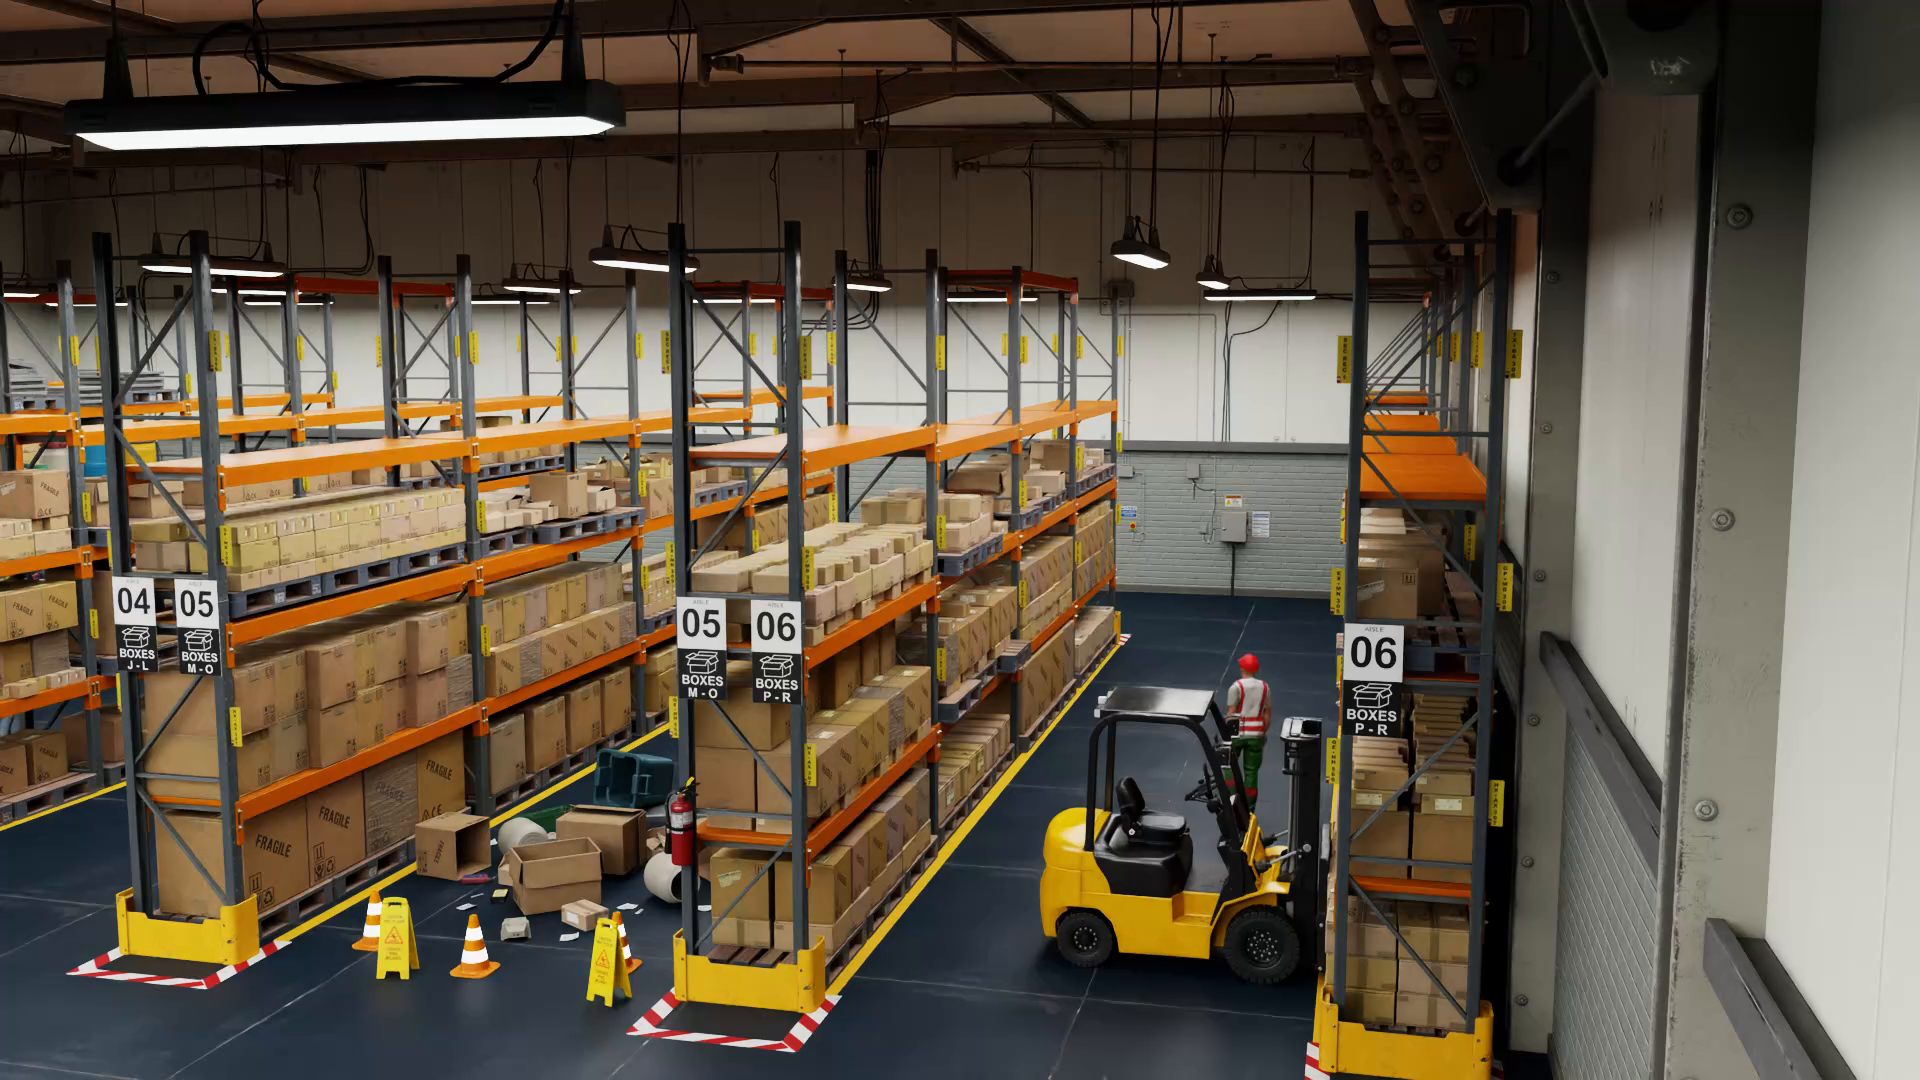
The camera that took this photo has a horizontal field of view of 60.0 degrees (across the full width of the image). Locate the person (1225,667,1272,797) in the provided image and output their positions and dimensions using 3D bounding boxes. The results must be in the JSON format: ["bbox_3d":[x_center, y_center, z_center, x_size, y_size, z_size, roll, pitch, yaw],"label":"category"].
[{"bbox_3d":[3.077,2.148,17.815,0.539,1.760,0.528,0,7,-1],"label":"person"}]
